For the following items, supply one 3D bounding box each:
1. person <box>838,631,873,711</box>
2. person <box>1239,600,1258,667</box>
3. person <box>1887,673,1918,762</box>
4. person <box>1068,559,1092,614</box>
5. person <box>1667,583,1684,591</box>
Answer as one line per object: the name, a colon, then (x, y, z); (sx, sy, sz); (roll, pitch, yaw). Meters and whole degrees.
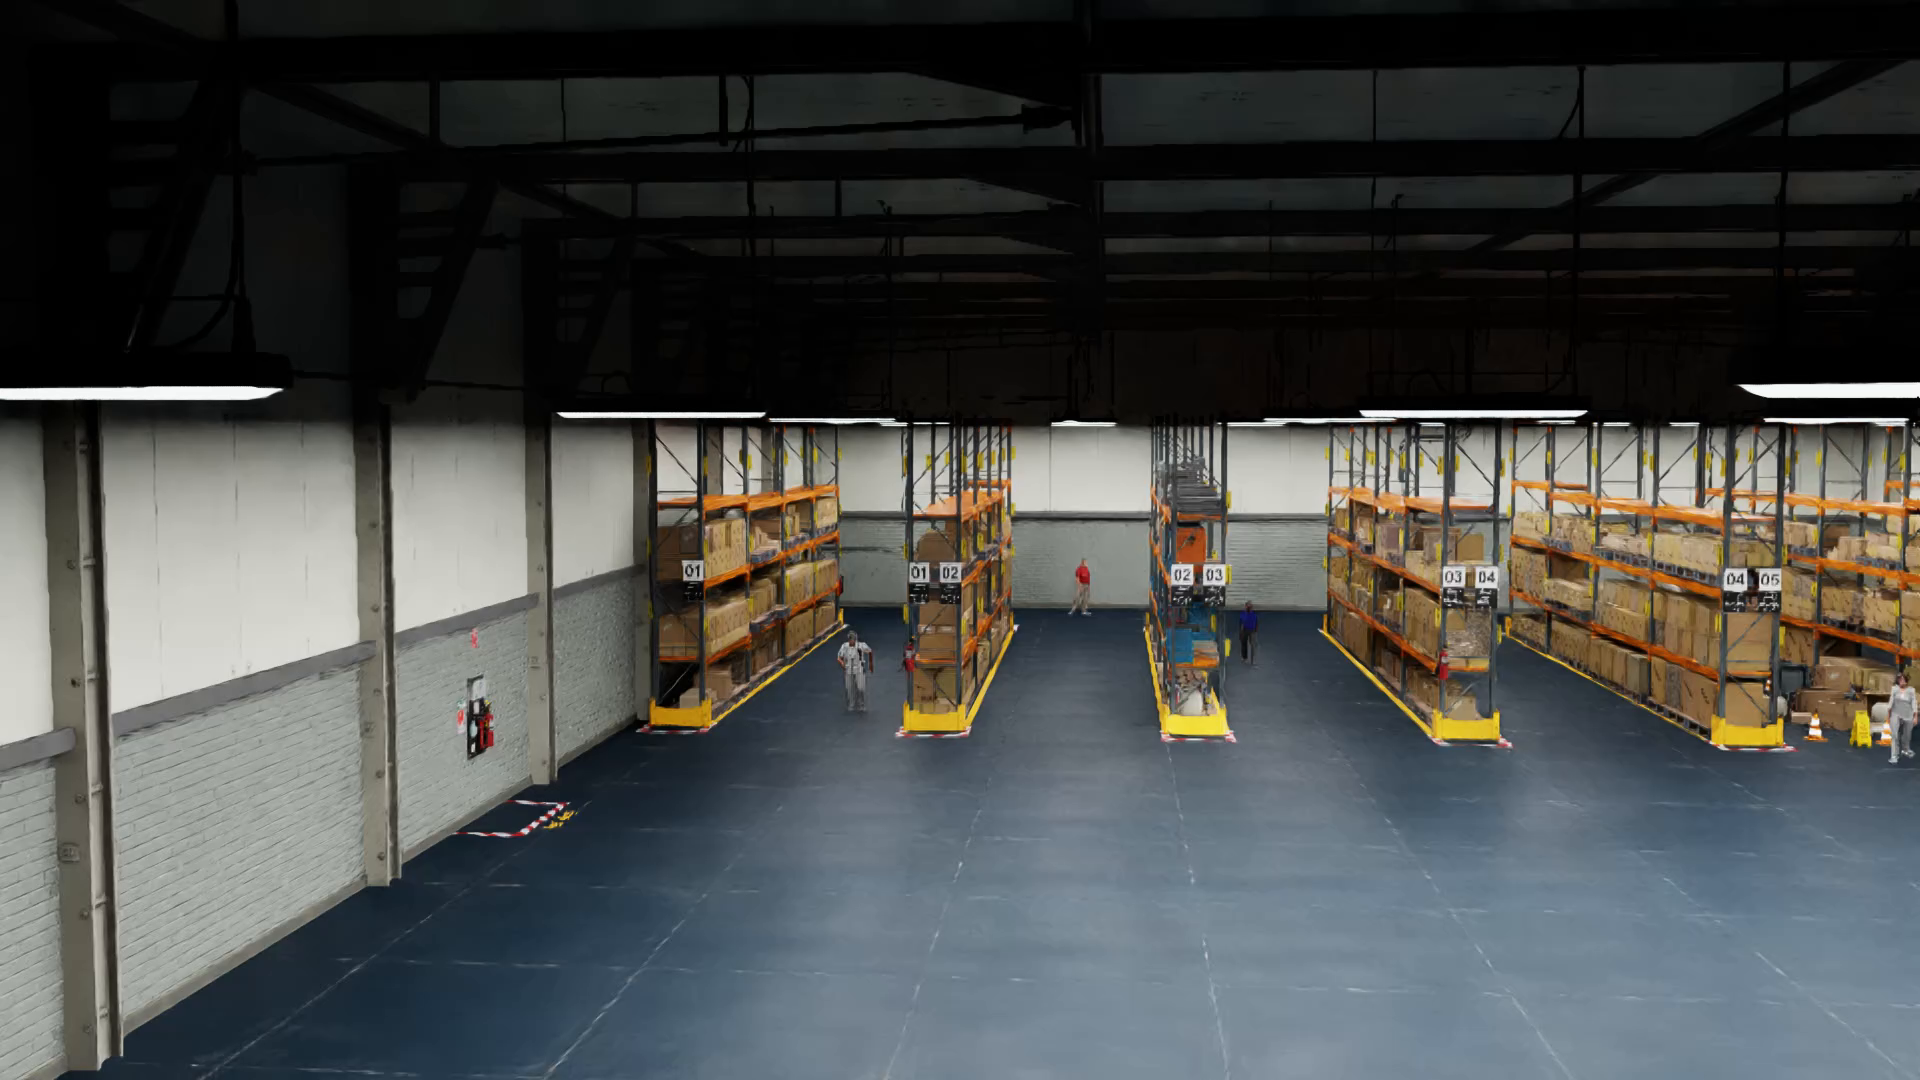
person: (-2.120, 2.635, 33.406); (0.669, 1.689, 0.819); (1, 4, 10)
person: (6.933, 2.227, 40.020); (0.447, 1.574, 1.088); (0, 4, 7)
person: (16.208, 3.023, 28.591); (0.461, 1.531, 0.867); (2, 4, 27)
person: (3.672, 1.431, 51.112); (0.719, 1.723, 0.507); (-4, 5, -42)
person: (20.549, 1.621, 47.605); (0.473, 1.777, 0.709); (-2, 4, -27)
